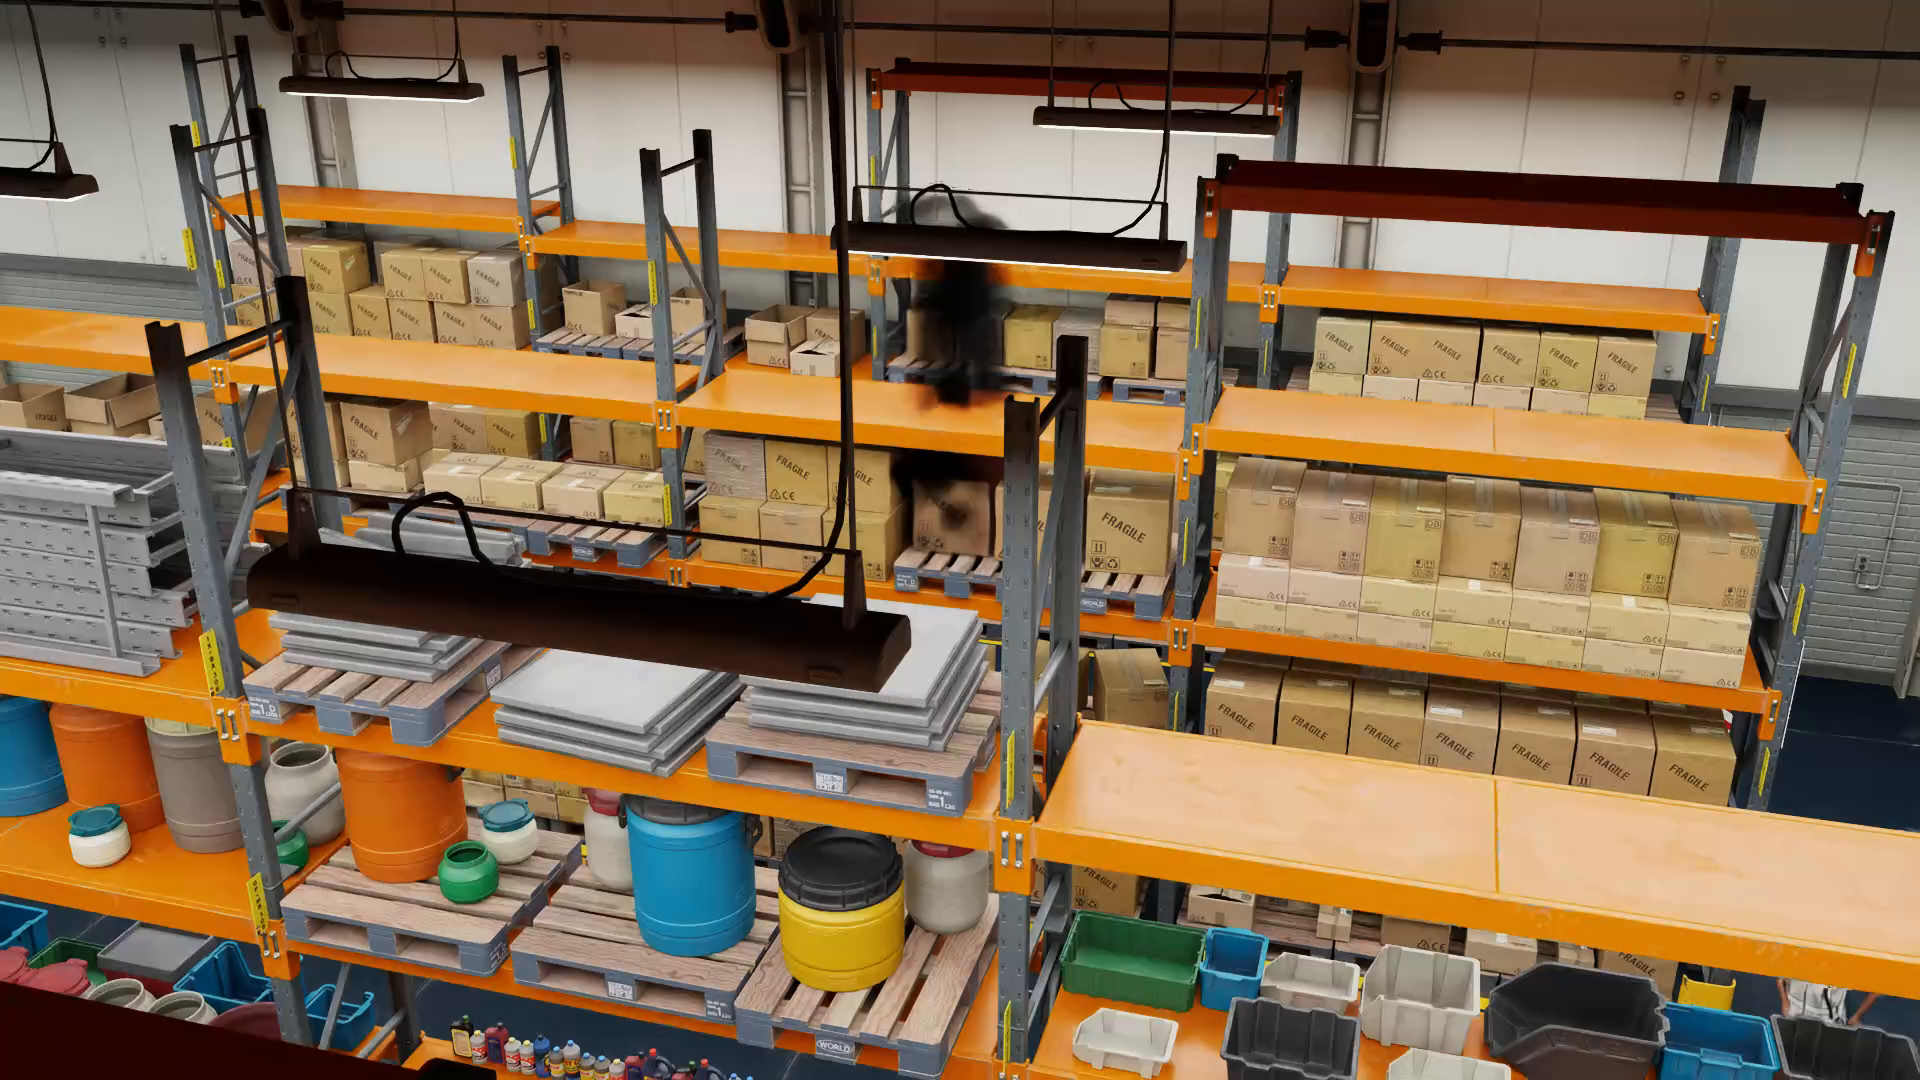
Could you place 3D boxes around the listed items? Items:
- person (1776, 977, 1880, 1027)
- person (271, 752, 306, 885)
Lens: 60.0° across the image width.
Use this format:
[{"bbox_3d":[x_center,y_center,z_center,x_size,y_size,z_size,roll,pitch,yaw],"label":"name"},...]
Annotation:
[{"bbox_3d":[5.630,3.174,10.990,0.644,1.684,0.587,-15,27,-31],"label":"person"},{"bbox_3d":[-5.566,2.262,13.170,0.604,1.679,0.677,3,23,7],"label":"person"}]
